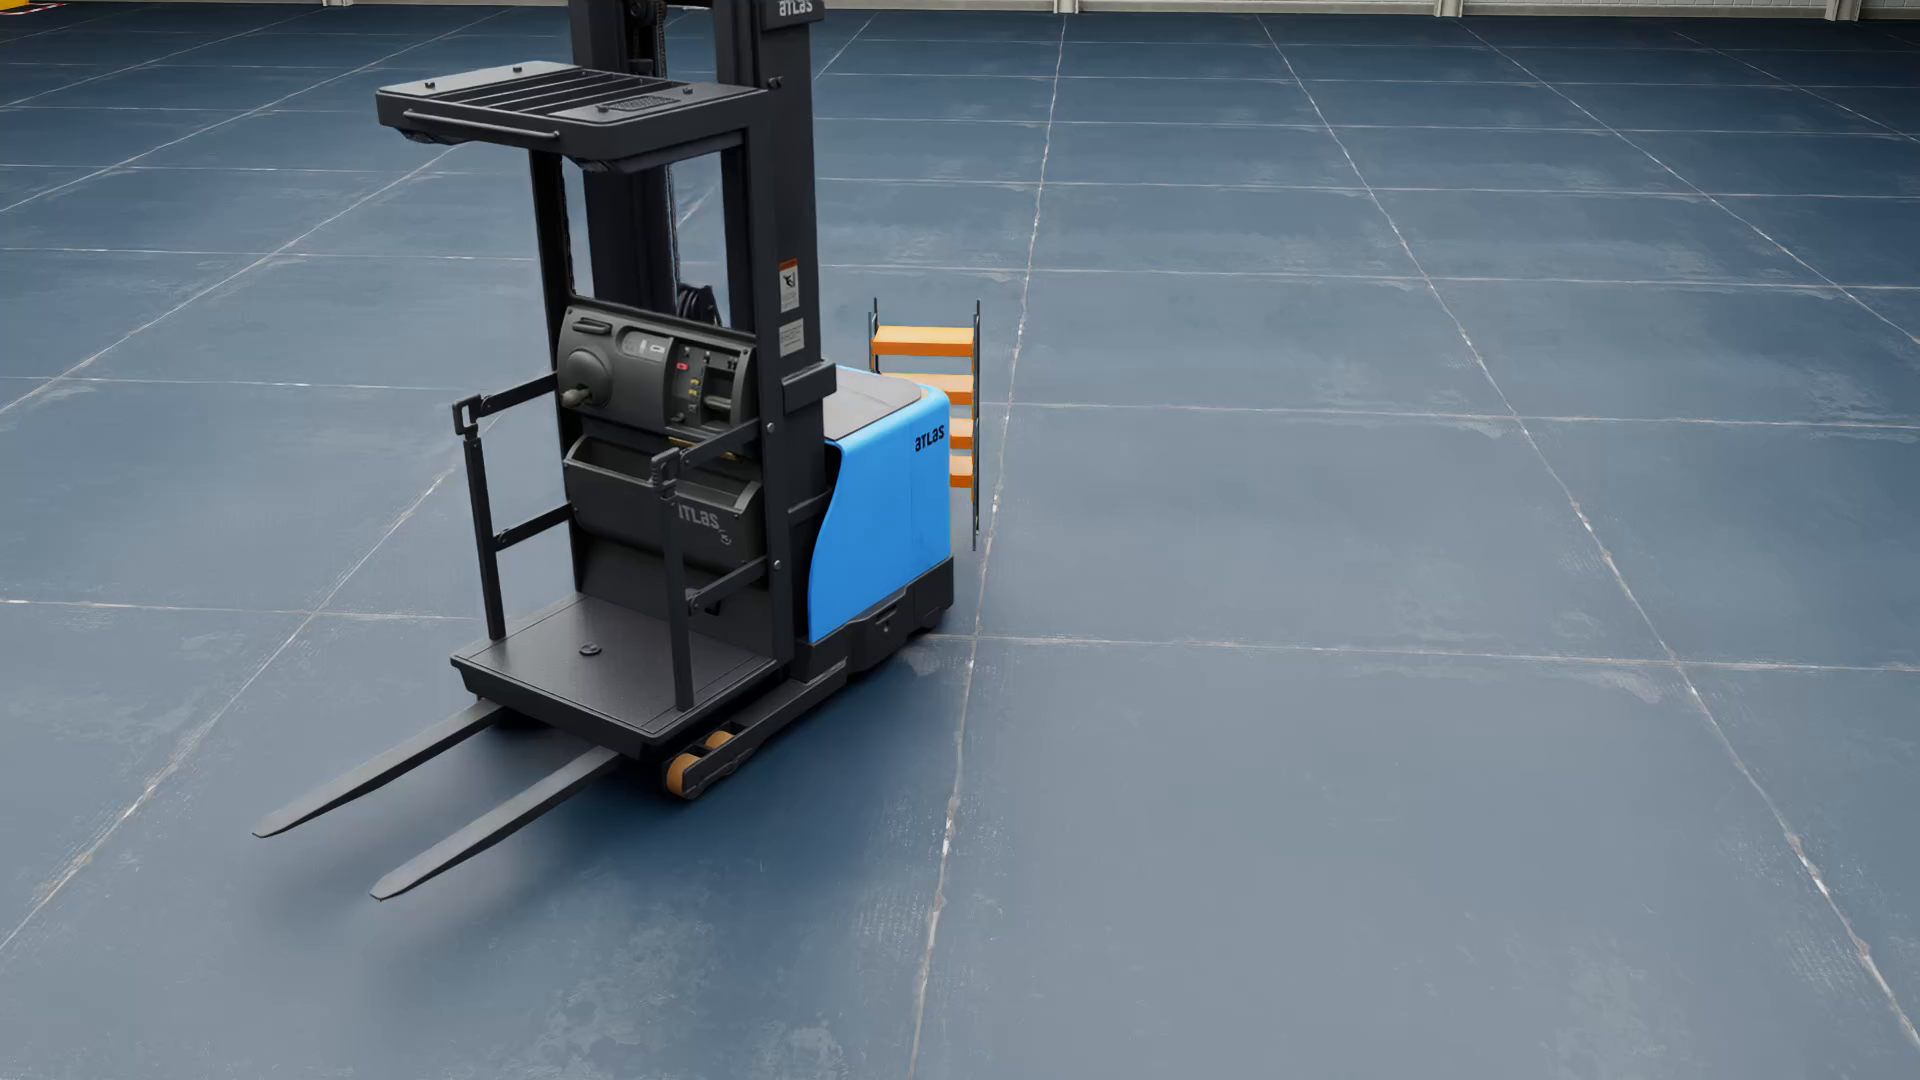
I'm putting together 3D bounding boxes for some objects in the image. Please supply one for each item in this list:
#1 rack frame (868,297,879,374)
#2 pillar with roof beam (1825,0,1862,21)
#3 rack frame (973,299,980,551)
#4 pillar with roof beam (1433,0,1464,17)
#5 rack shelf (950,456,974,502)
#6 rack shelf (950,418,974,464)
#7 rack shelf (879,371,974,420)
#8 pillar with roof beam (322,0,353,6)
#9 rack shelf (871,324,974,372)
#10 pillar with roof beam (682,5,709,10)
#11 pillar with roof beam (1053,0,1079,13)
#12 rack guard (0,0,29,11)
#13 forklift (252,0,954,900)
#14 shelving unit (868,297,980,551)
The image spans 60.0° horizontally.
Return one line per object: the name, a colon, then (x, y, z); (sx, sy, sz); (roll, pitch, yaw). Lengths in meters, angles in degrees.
rack frame: (-0.408, -0.558, 8.028); (0.015, 1.200, 0.240); (2, 25, 4)
pillar with roof beam: (13.336, -10.369, 20.018); (0.400, 9.000, 9.100); (2, 25, 4)
rack frame: (0.078, -0.543, 7.994); (0.015, 1.200, 0.240); (2, 25, 4)
pillar with roof beam: (7.353, -10.561, 20.436); (0.400, 9.000, 9.100); (2, 25, 4)
rack shelf: (-0.165, -0.309, 8.122); (0.480, 0.148, 0.258); (2, 25, 4)
rack shelf: (-0.165, -0.489, 8.039); (0.480, 0.148, 0.258); (2, 25, 4)
rack shelf: (-0.165, -0.692, 7.945); (0.480, 0.148, 0.258); (2, 25, 4)
pillar with roof beam: (-10.594, -11.137, 21.687); (0.400, 9.000, 9.100); (2, 25, 4)
rack shelf: (-0.165, -0.907, 7.846); (0.480, 0.148, 0.258); (2, 25, 4)
pillar with roof beam: (-4.611, -10.945, 21.270); (0.400, 9.000, 9.100); (2, 25, 4)
pillar with roof beam: (1.371, -10.753, 20.853); (0.400, 9.000, 9.100); (2, 25, 4)
rack guard: (-15.597, -8.863, 26.914); (0.348, 0.500, 1.175); (2, 25, 4)
forklift: (-1.264, -0.597, 6.042); (1.130, 2.935, 3.031); (16, 29, 30)
shelving unit: (-0.165, -0.550, 8.011); (0.503, 1.200, 0.258); (2, 25, 4)
